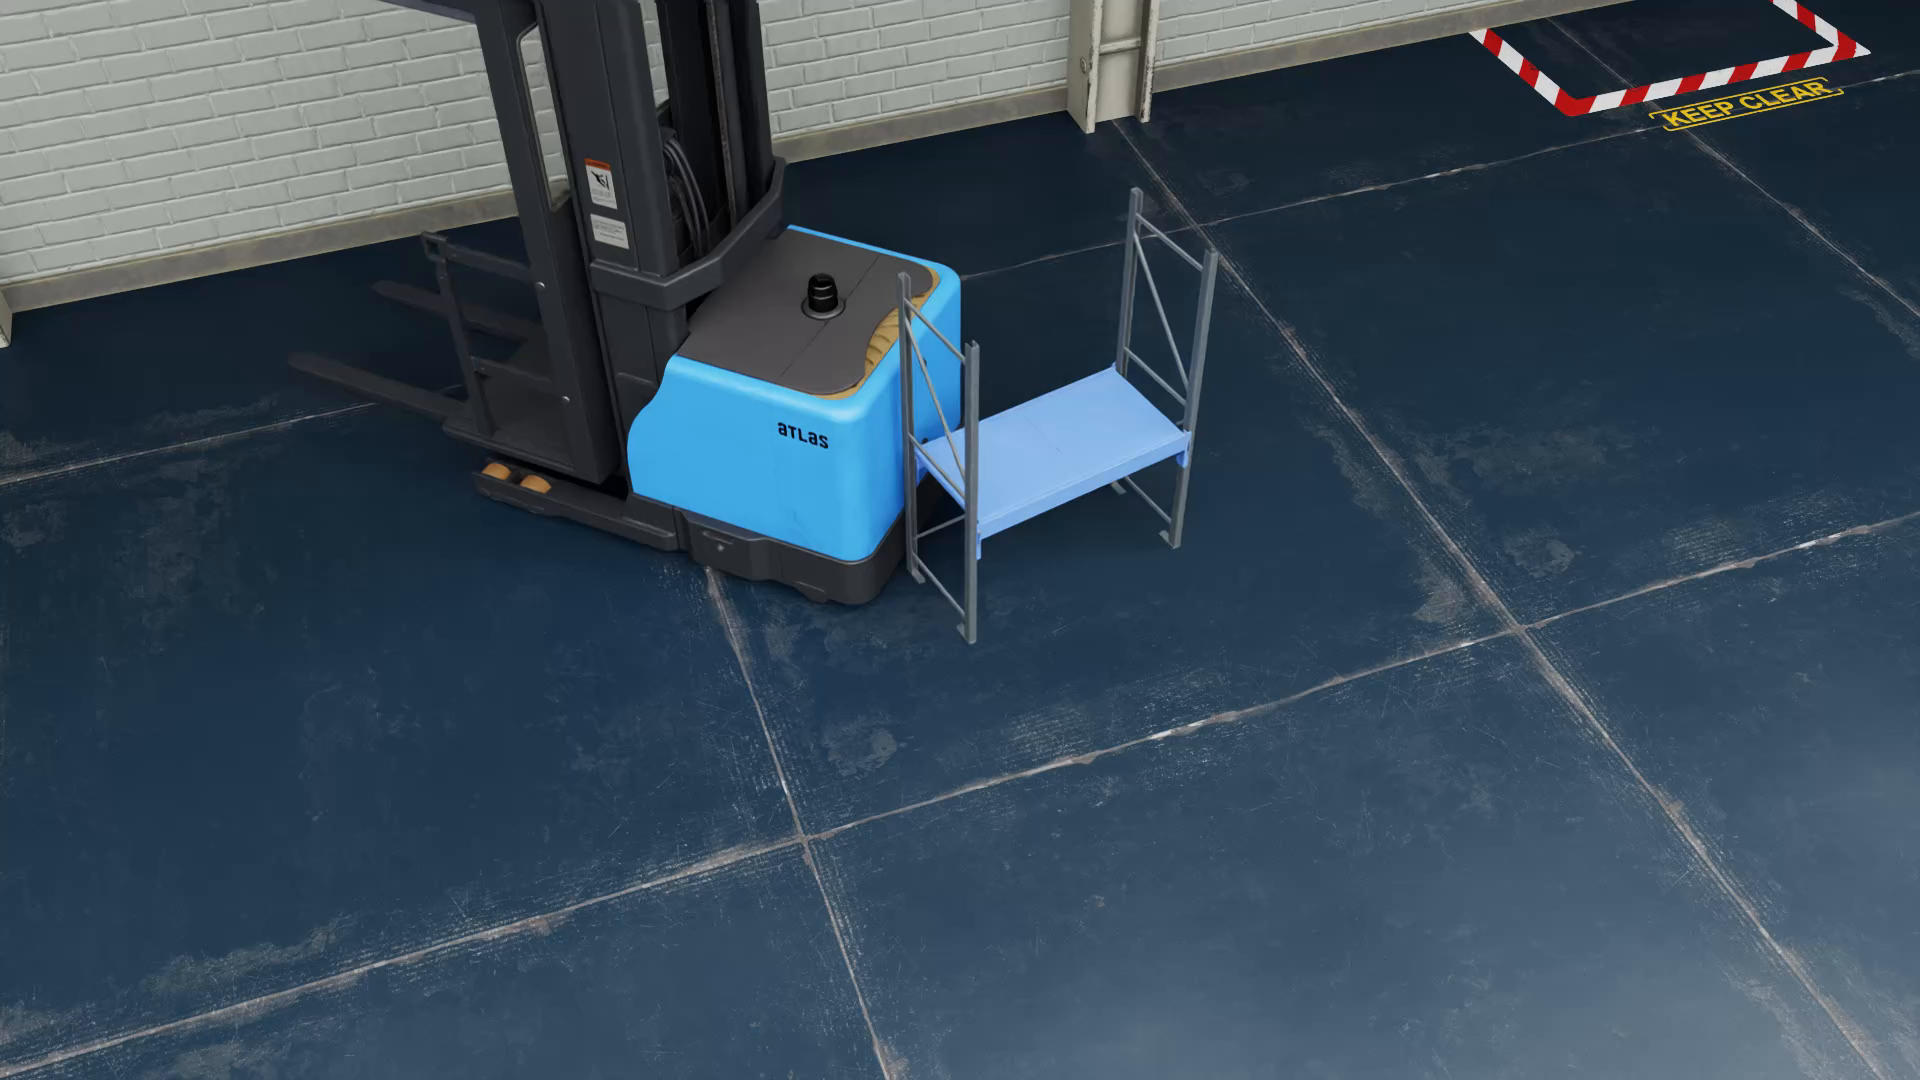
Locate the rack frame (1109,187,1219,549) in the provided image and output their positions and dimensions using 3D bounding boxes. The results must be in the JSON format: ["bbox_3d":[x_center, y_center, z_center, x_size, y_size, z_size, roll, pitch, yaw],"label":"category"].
[{"bbox_3d":[0.785,-0.646,6.644,0.032,1.500,0.500,-24,50,-22],"label":"rack frame"}]

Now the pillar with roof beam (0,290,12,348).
[{"bbox_3d":[-3.343,-1.297,1.999,0.400,9.000,9.100,-14,47,-14],"label":"pillar with roof beam"}]

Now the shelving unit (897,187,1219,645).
[{"bbox_3d":[0.353,-0.456,6.455,1.048,1.500,0.538,-24,50,-22],"label":"shelving unit"}]

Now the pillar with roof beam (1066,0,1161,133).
[{"bbox_3d":[2.301,-2.740,3.437,0.400,9.000,9.100,-14,47,-14],"label":"pillar with roof beam"}]

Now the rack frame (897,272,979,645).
[{"bbox_3d":[-0.079,-0.266,6.265,0.032,1.500,0.500,-24,50,-22],"label":"rack frame"}]

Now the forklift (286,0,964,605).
[{"bbox_3d":[-1.546,-1.472,6.457,3.031,2.935,1.130,17,48,17],"label":"forklift"}]

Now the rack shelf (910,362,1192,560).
[{"bbox_3d":[0.353,-0.329,6.582,1.000,0.185,0.538,-24,50,-22],"label":"rack shelf"}]
